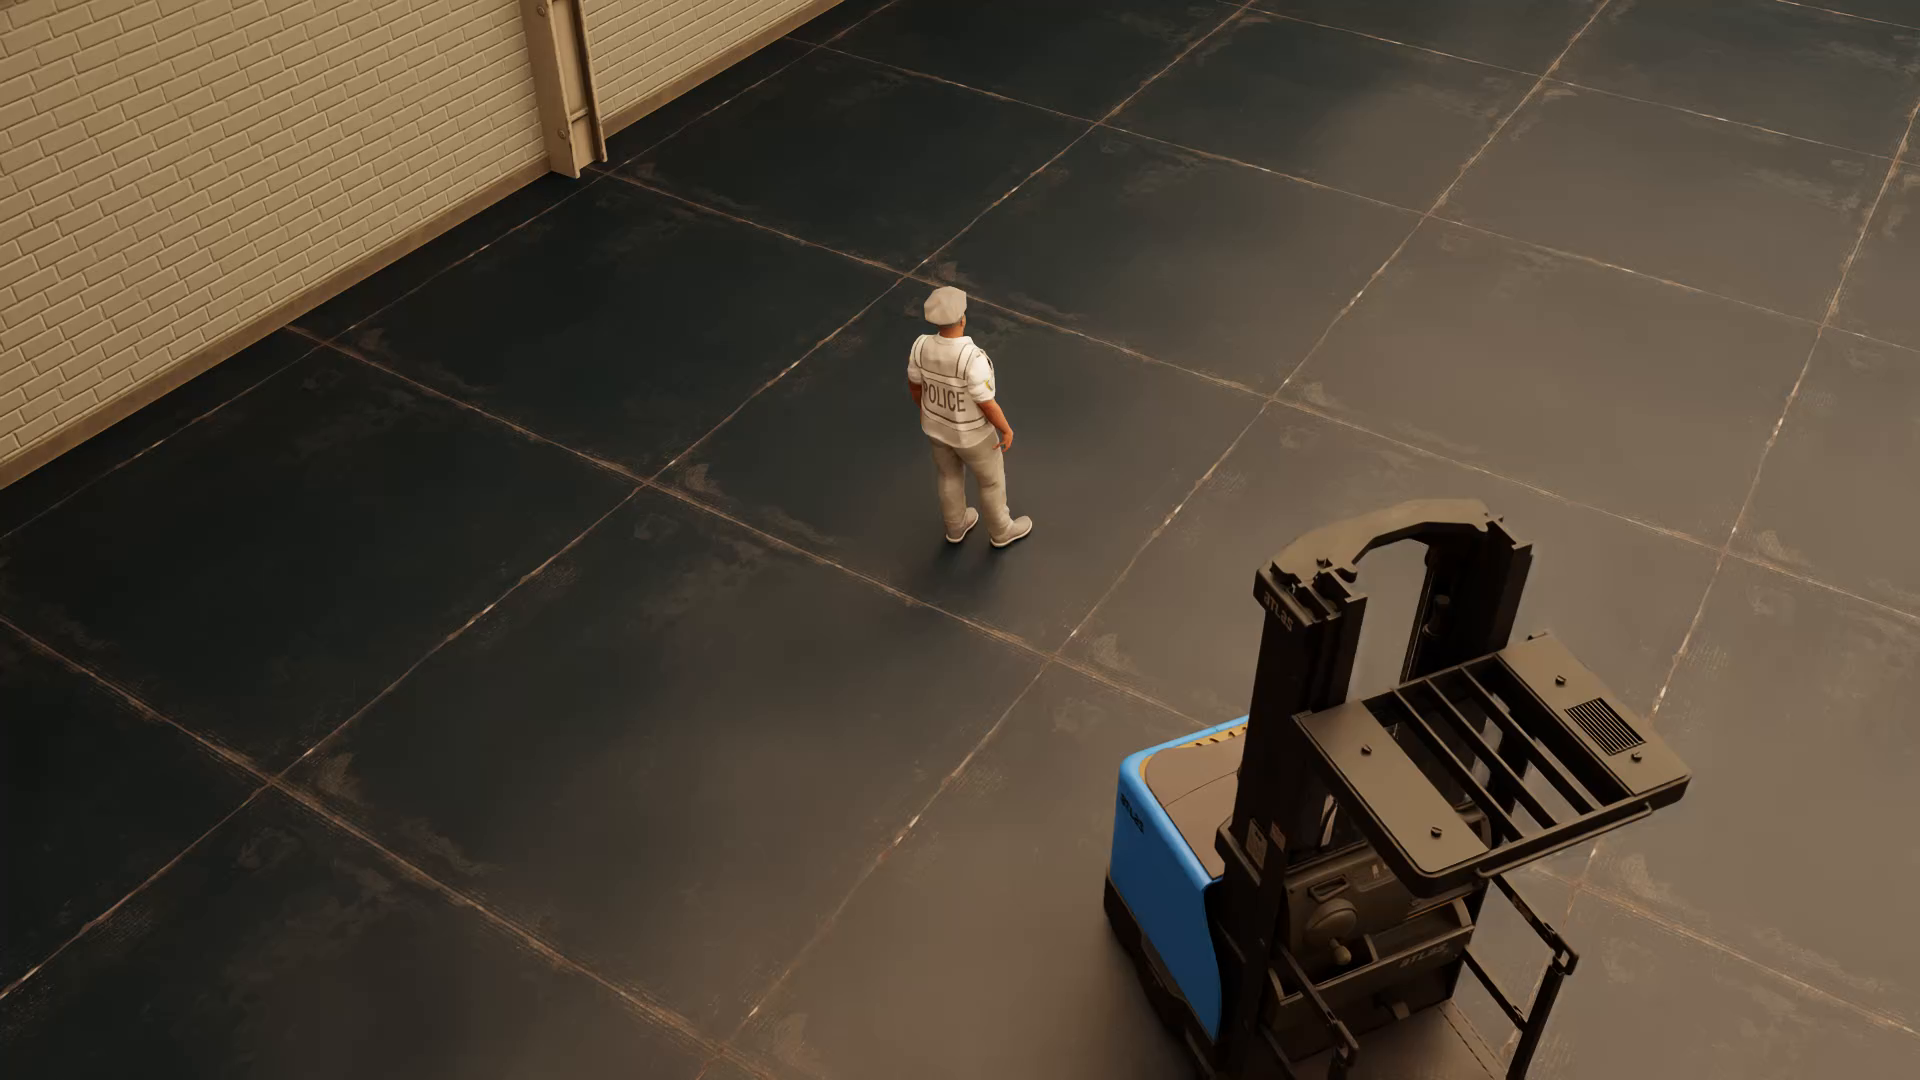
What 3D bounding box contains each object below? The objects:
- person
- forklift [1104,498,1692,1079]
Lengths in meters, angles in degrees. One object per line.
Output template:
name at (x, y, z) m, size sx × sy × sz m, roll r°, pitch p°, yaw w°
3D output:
person at (0.052, -0.723, 9.698) m, size 0.640 × 1.781 × 0.575 m, roll 22°, pitch 45°, yaw 24°
forklift at (1.748, 1.424, 6.286) m, size 1.130 × 2.935 × 3.031 m, roll -16°, pitch 43°, yaw -18°
